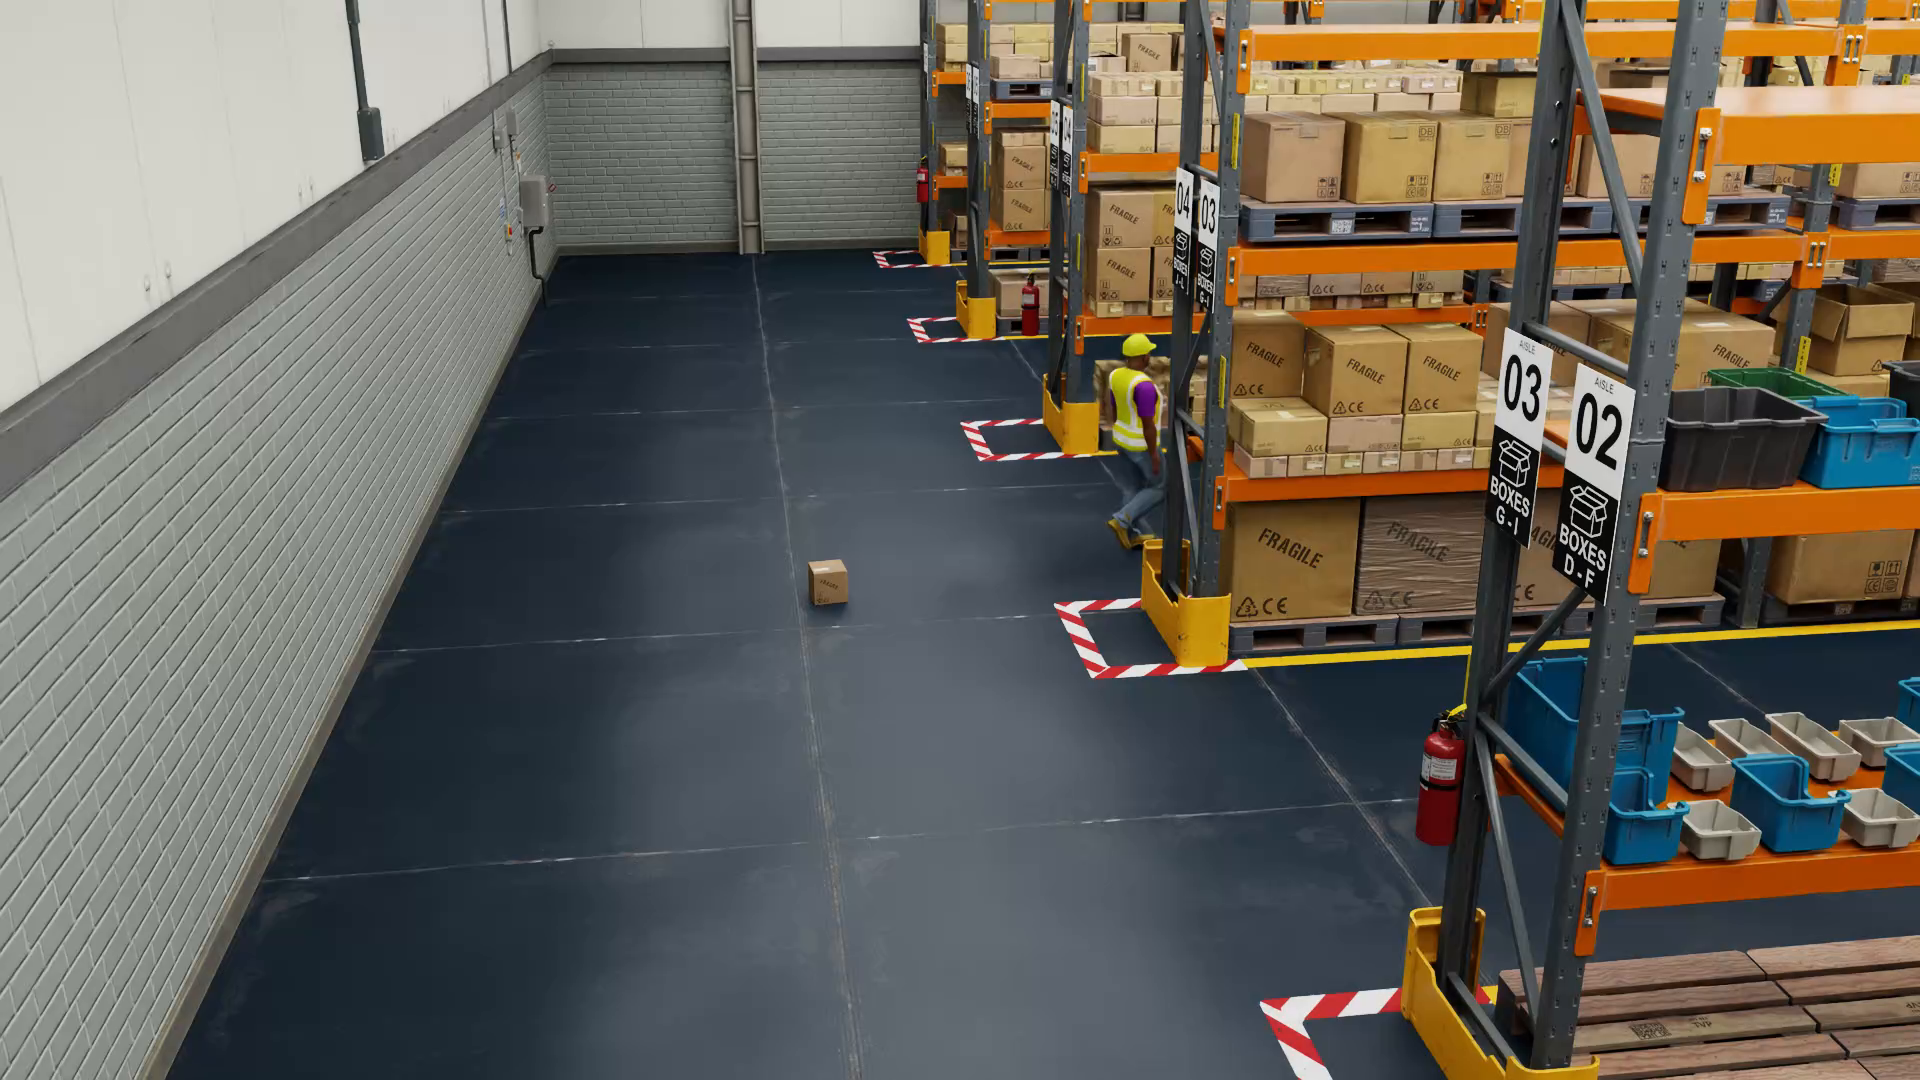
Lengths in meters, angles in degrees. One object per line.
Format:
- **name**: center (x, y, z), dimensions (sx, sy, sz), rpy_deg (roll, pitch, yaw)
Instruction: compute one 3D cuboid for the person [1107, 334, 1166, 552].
- **person**: center (1.375, -0.750, 13.040), dimensions (0.540, 1.757, 0.591), rpy_deg (-9, 22, -24)
